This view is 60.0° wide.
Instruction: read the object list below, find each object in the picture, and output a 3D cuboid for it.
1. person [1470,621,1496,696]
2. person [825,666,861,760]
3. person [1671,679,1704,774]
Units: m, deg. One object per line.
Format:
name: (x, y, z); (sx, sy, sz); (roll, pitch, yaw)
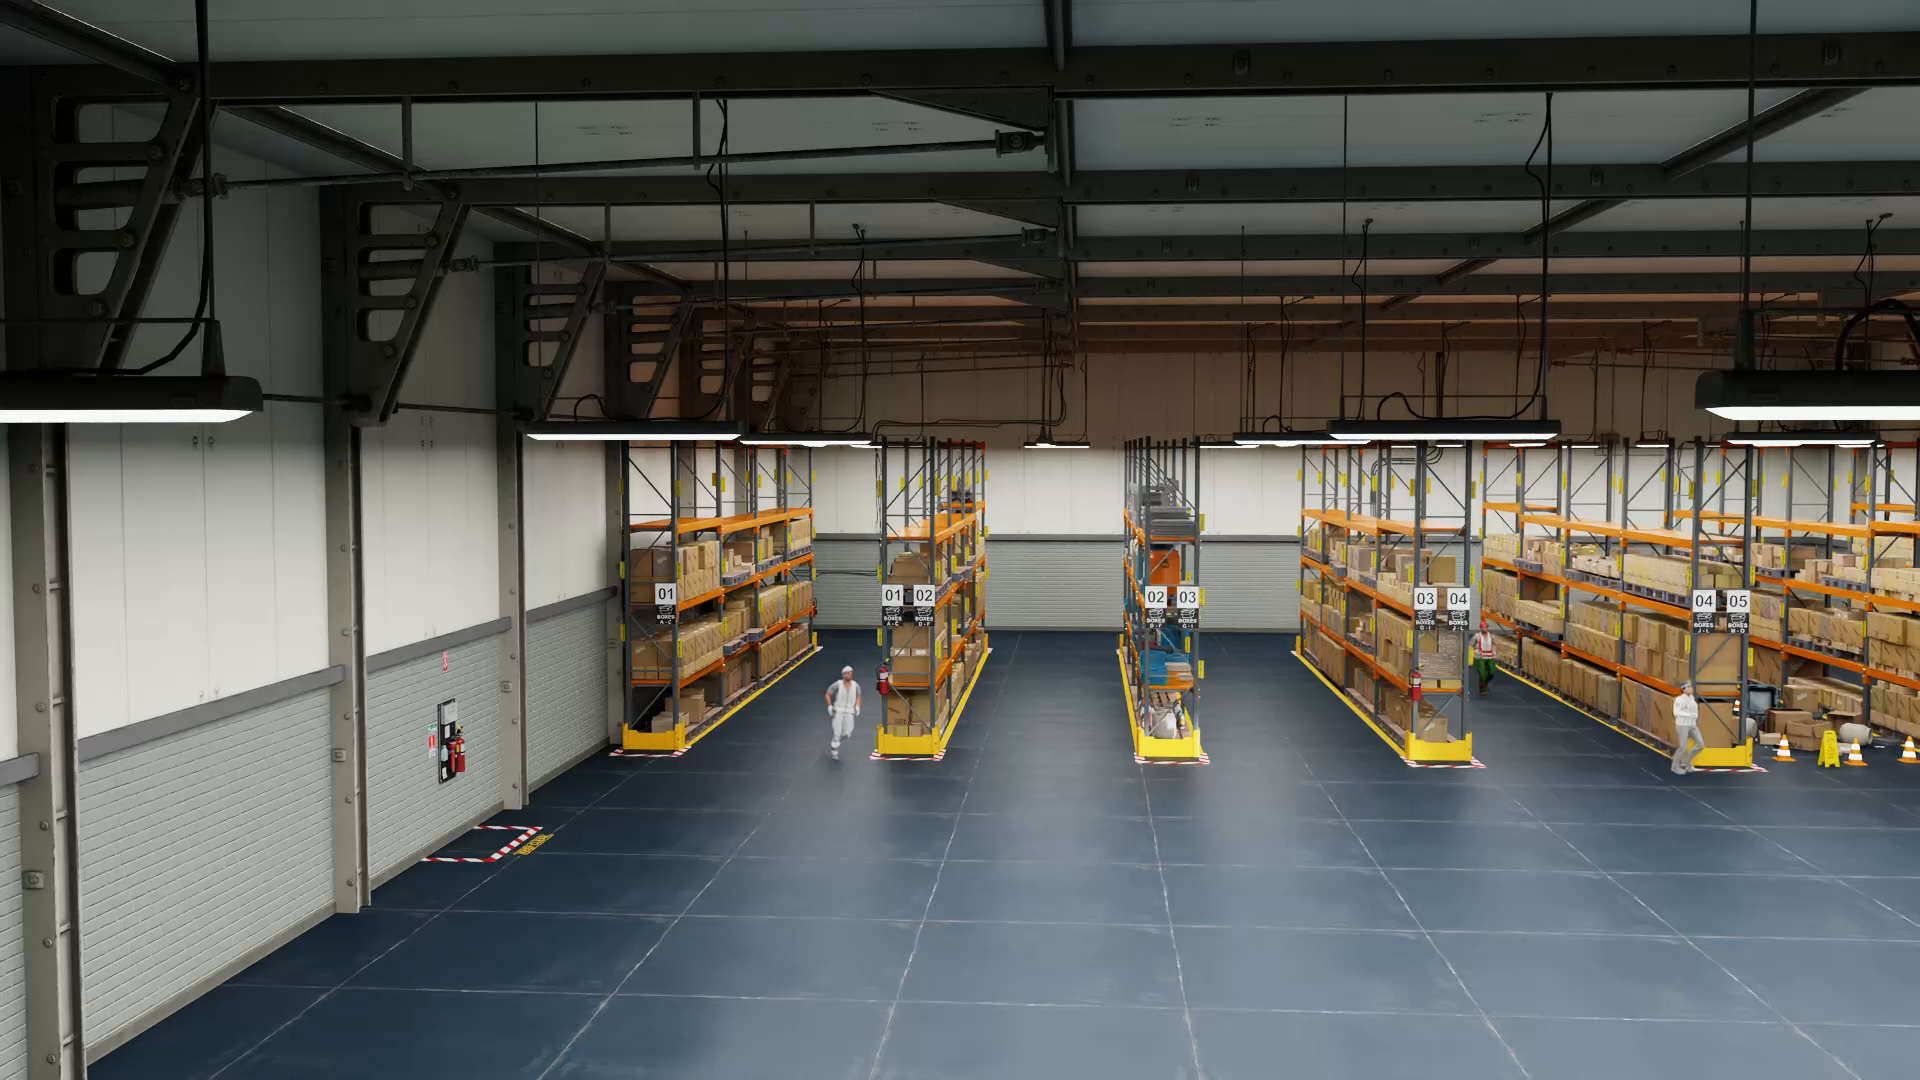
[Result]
person: (12.258, 2.771, 38.836); (0.649, 1.740, 0.604); (0, 3, 1)
person: (-2.173, 3.211, 31.013); (0.703, 1.727, 0.573); (-1, 3, -18)
person: (12.876, 3.315, 29.404); (0.602, 1.691, 0.587); (-1, 3, -26)
